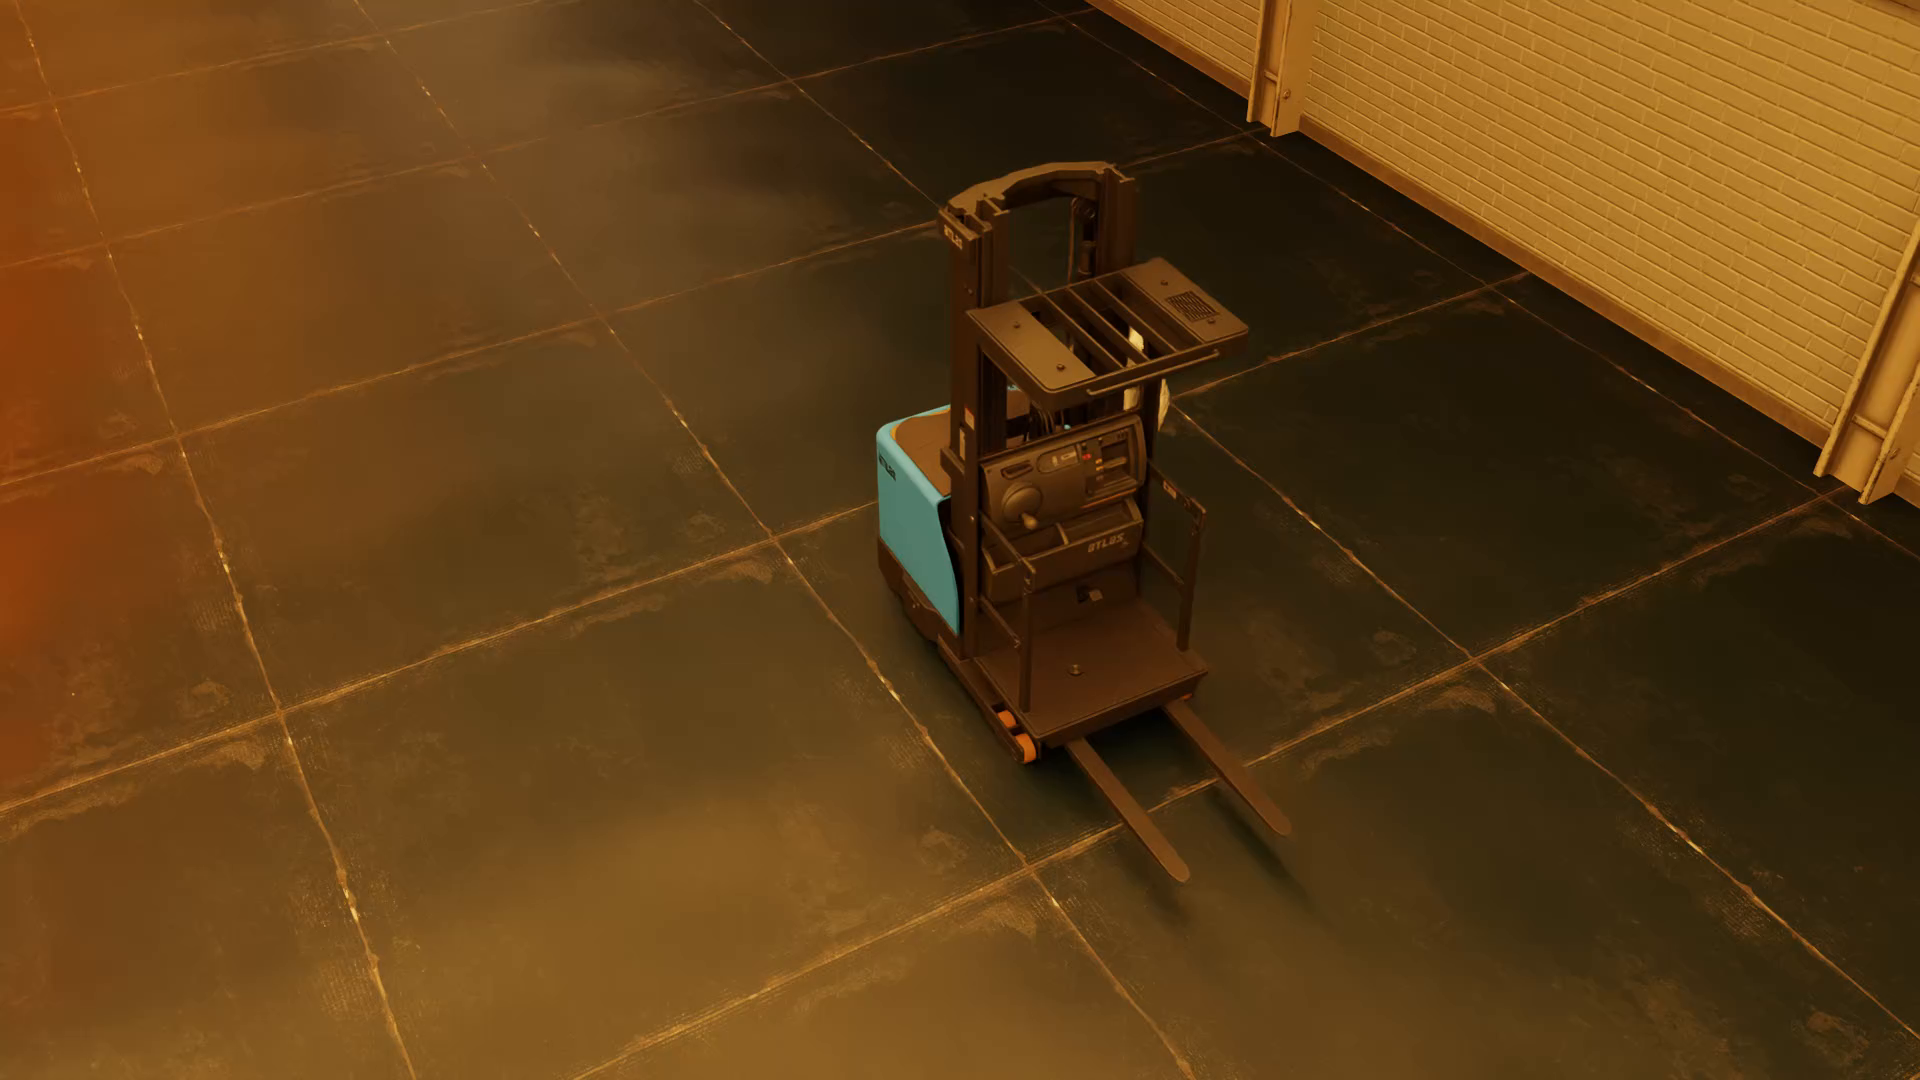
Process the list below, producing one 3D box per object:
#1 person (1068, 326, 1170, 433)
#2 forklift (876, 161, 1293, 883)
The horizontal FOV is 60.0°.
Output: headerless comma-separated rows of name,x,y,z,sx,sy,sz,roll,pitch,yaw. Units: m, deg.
person,0.814,-0.726,9.883,0.577,1.735,0.873,-23,45,-25
forklift,0.645,-0.262,8.352,1.130,2.935,3.031,-19,43,-21
